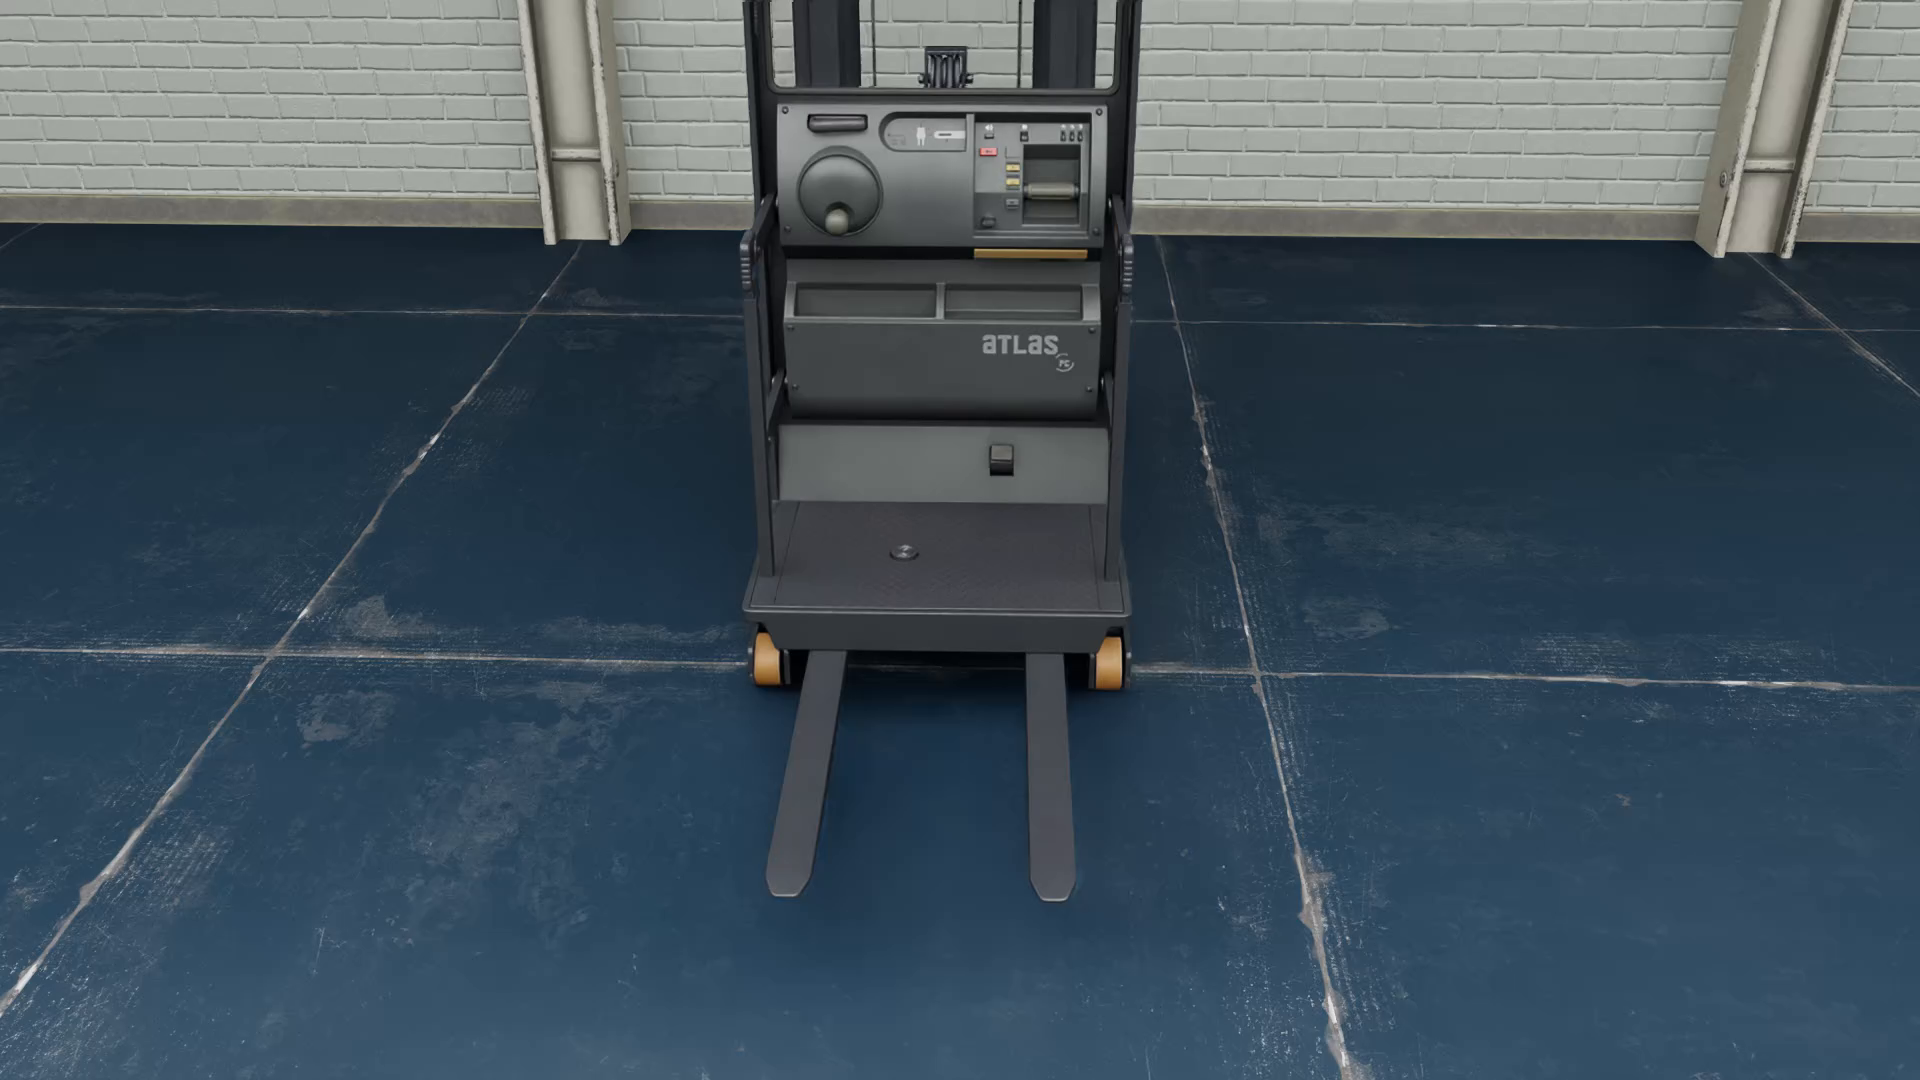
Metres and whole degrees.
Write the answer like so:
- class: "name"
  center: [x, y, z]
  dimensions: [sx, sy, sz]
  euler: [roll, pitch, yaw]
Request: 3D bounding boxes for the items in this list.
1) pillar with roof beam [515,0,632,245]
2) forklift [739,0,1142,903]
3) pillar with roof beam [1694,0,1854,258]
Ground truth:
- class: "pillar with roof beam"
  center: [-2.110, -3.569, 2.874]
  dimensions: [0.400, 9.000, 9.100]
  euler: [1, 28, 2]
- class: "forklift"
  center: [-0.054, -0.999, 4.505]
  dimensions: [1.130, 2.935, 3.031]
  euler: [1, 28, 1]
- class: "pillar with roof beam"
  center: [3.887, -3.469, 2.687]
  dimensions: [0.400, 9.000, 9.100]
  euler: [1, 28, 2]
